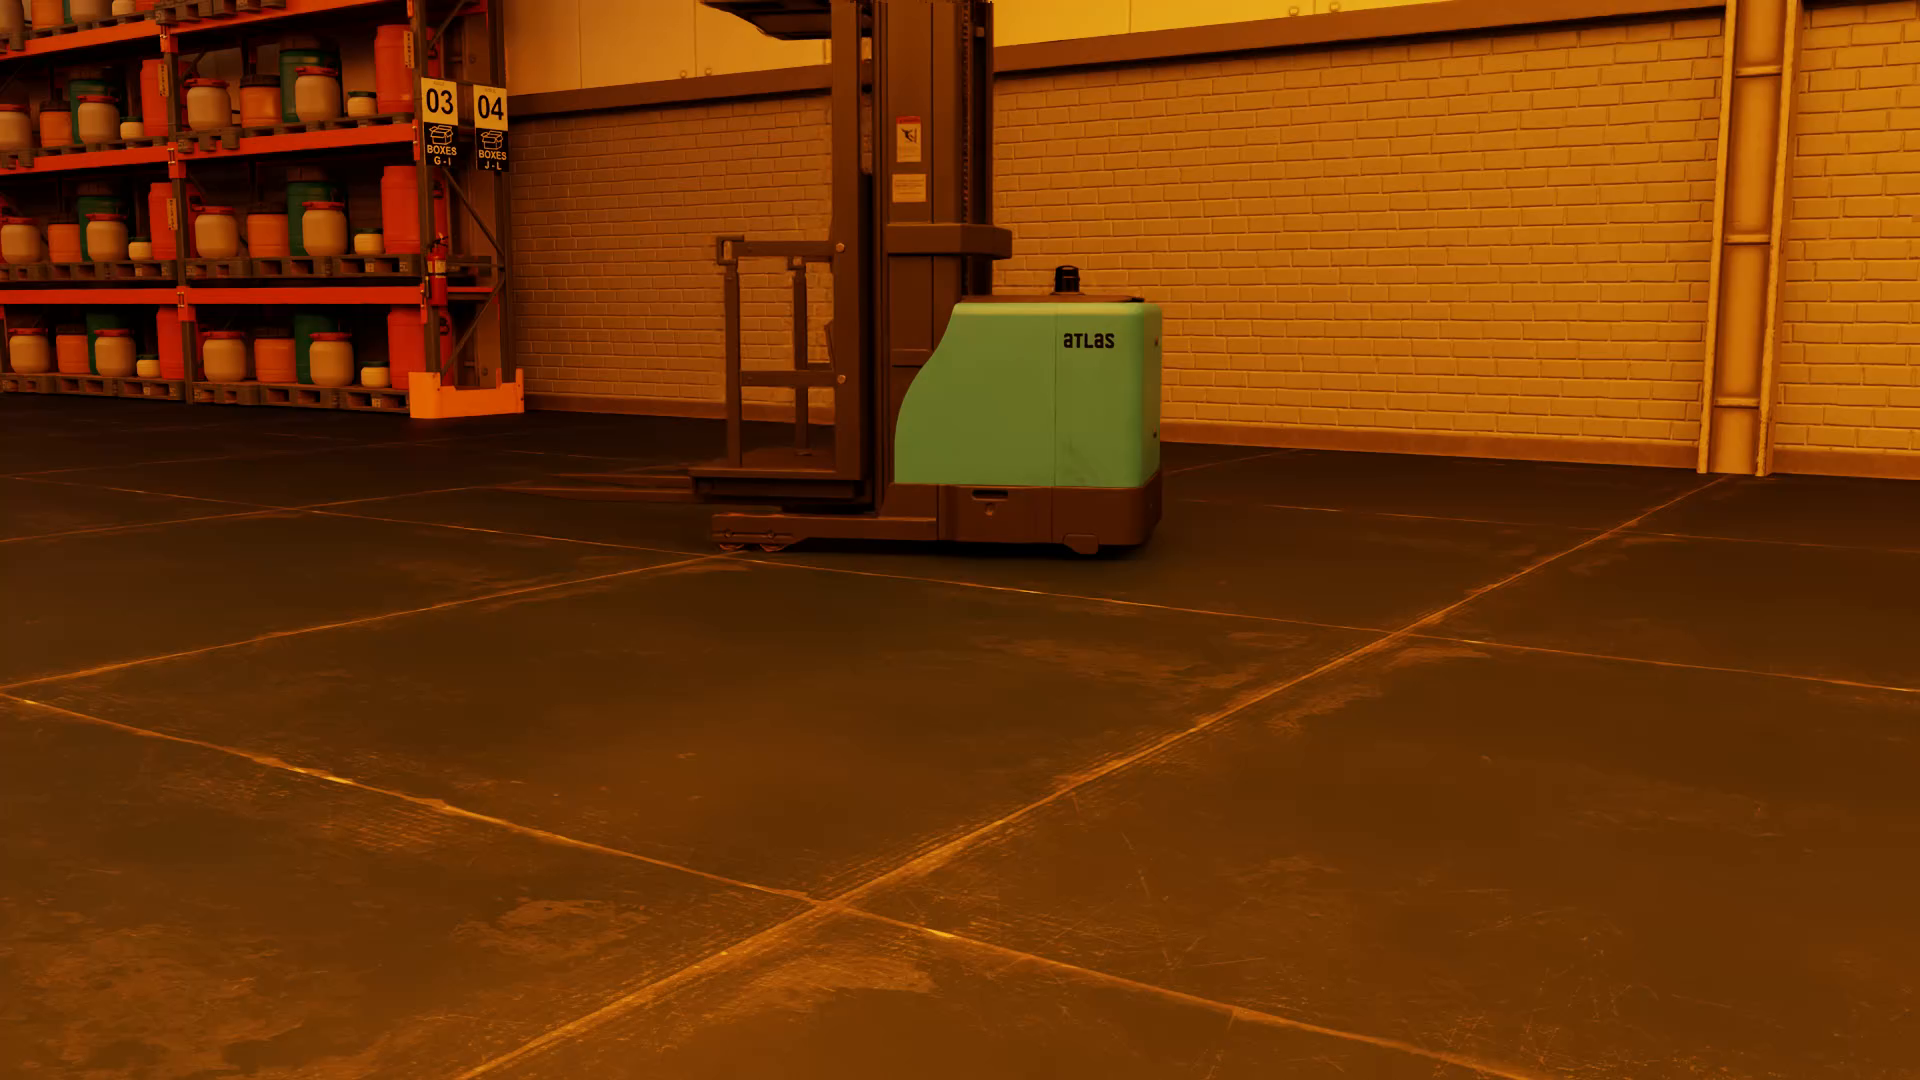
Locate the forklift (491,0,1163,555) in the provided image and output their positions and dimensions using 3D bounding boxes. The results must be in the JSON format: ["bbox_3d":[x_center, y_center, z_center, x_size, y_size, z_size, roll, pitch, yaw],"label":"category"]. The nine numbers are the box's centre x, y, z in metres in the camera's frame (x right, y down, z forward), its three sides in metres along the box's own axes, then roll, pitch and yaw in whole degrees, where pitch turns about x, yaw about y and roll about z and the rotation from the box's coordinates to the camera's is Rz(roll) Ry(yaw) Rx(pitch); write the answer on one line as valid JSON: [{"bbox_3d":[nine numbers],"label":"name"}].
[{"bbox_3d":[-0.620,-1.469,7.525,3.031,2.935,1.130,2,8,12],"label":"forklift"}]
